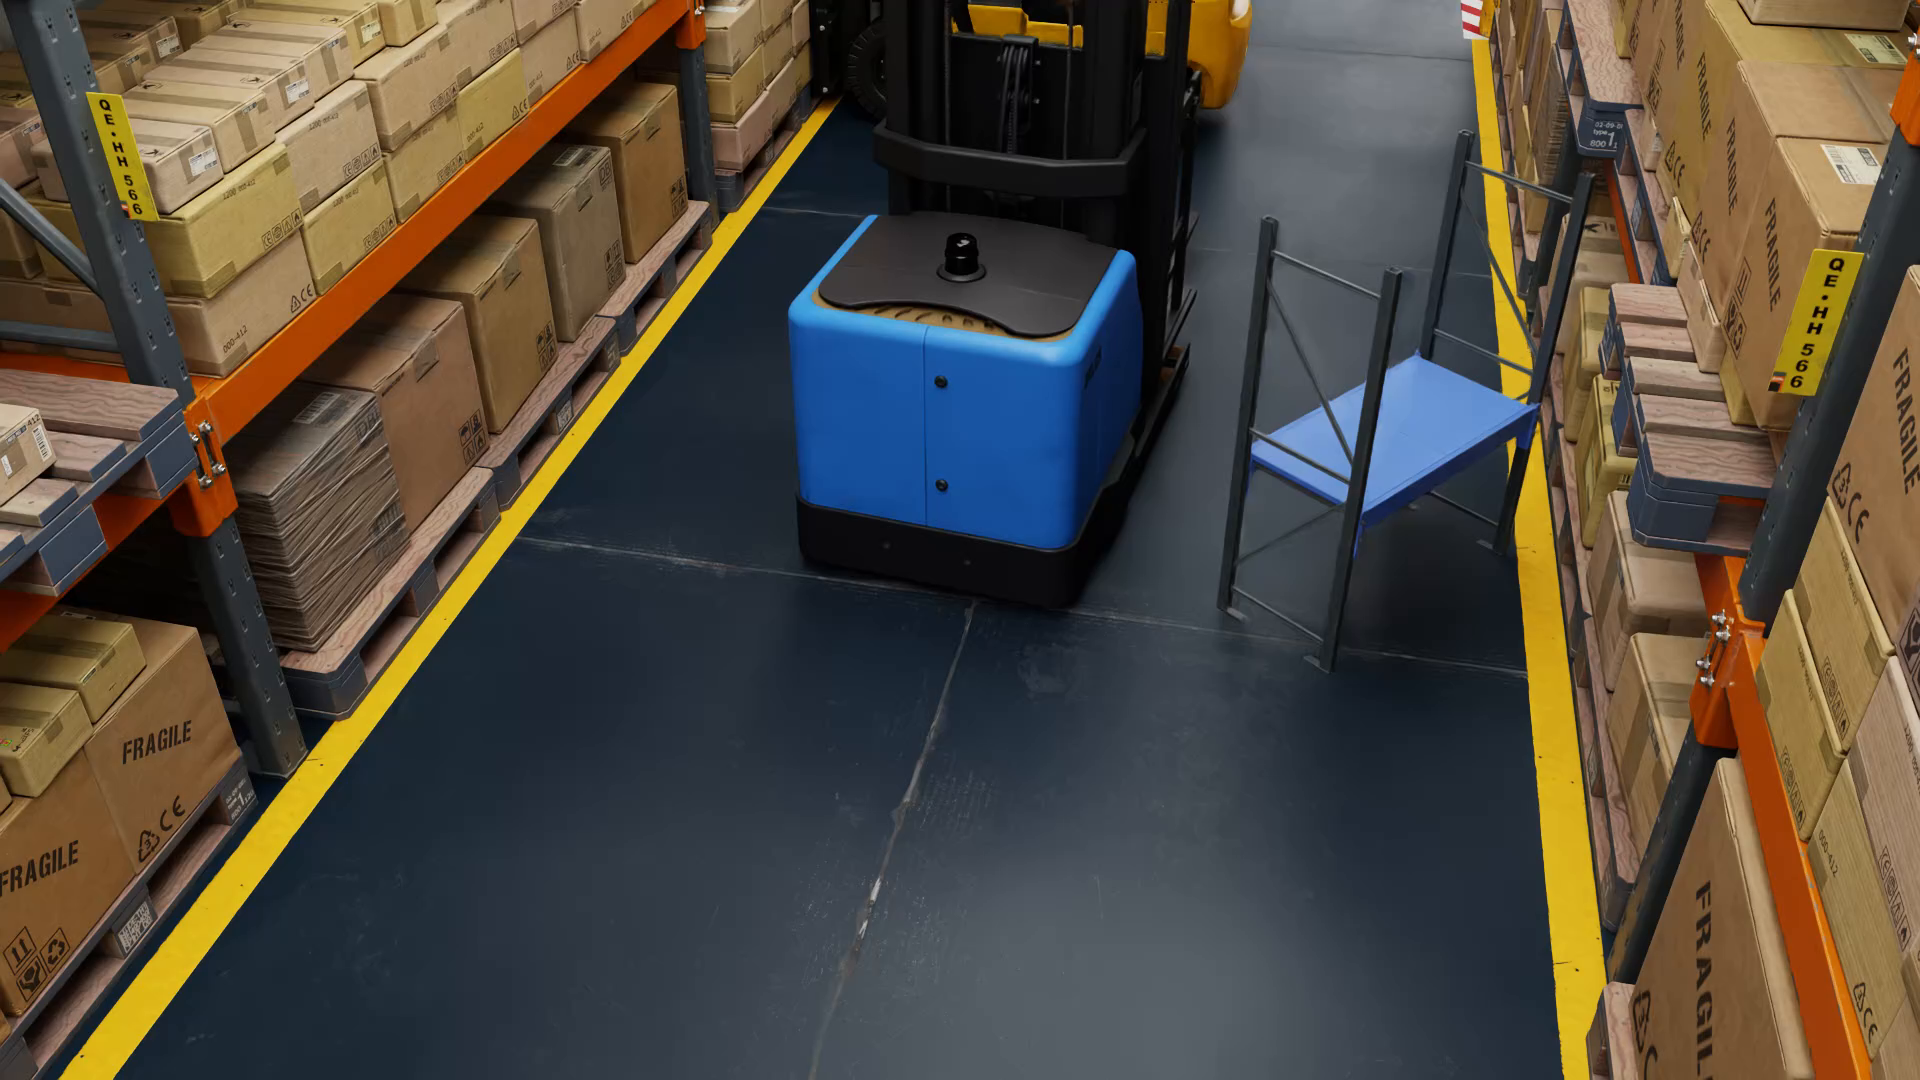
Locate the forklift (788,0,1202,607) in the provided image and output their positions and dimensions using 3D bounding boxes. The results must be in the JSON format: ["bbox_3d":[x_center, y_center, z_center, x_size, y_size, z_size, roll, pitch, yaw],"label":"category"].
[{"bbox_3d":[0.356,-1.819,6.262,1.130,2.935,3.031,11,37,15],"label":"forklift"}]

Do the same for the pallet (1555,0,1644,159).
[{"bbox_3d":[2.821,-1.734,6.250,1.003,0.211,1.213,7,37,10],"label":"pallet"}]

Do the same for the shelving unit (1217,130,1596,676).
[{"bbox_3d":[1.472,-0.463,5.610,1.048,1.500,0.538,-27,44,-32],"label":"shelving unit"}]

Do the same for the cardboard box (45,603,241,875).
[{"bbox_3d":[-2.459,0.553,4.703,0.500,0.500,0.500,8,37,11],"label":"cardboard box"}]

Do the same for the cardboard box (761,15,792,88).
[{"bbox_3d":[-1.213,-2.638,8.893,0.500,0.250,0.500,7,37,10],"label":"cardboard box"}]

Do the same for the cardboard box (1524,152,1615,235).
[{"bbox_3d":[2.990,-1.661,7.971,0.500,0.250,0.500,9,37,12],"label":"cardboard box"}]

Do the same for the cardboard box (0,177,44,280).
[{"bbox_3d":[-2.754,-0.992,4.765,0.500,0.250,0.500,8,37,11],"label":"cardboard box"}]

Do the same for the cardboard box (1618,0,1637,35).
[{"bbox_3d":[2.639,-2.042,5.816,0.500,0.500,0.500,7,37,10],"label":"cardboard box"}]

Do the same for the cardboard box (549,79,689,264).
[{"bbox_3d":[-1.824,-1.760,7.787,0.875,0.625,0.625,9,37,12],"label":"cardboard box"}]

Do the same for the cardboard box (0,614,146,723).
[{"bbox_3d":[-2.436,0.336,4.450,0.380,0.149,0.250,6,36,8],"label":"cardboard box"}]

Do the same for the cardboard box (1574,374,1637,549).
[{"bbox_3d":[2.719,-0.225,5.886,0.950,0.372,0.625,8,37,12],"label":"cardboard box"}]

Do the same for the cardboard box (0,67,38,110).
[{"bbox_3d":[-2.760,-1.237,4.763,0.380,0.149,0.250,8,37,11],"label":"cardboard box"}]

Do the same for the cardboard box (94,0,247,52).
[{"bbox_3d":[-2.529,-1.668,5.357,0.380,0.149,0.250,7,37,10],"label":"cardboard box"}]

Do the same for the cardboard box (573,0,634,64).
[{"bbox_3d":[-1.678,-2.180,6.830,0.500,0.250,0.500,7,37,10],"label":"cardboard box"}]

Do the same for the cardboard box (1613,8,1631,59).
[{"bbox_3d":[2.637,-1.881,6.145,0.380,0.149,0.250,8,37,11],"label":"cardboard box"}]

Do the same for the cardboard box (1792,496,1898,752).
[{"bbox_3d":[1.922,0.180,3.148,0.500,0.250,0.500,7,37,10],"label":"cardboard box"}]

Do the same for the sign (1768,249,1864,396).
[{"bbox_3d":[1.739,-0.438,3.379,0.100,0.325,0.005,7,37,10],"label":"sign"}]

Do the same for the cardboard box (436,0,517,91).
[{"bbox_3d":[-1.923,-1.805,5.886,0.500,0.250,0.500,8,37,11],"label":"cardboard box"}]

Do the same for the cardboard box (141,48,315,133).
[{"bbox_3d":[-2.137,-1.311,4.865,0.380,0.149,0.250,8,37,11],"label":"cardboard box"}]

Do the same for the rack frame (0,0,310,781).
[{"bbox_3d":[-2.578,-0.558,4.464,1.000,3.000,0.127,7,37,10],"label":"rack frame"}]

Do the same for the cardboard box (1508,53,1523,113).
[{"bbox_3d":[3.317,-2.548,9.194,0.500,0.250,0.500,10,37,13],"label":"cardboard box"}]

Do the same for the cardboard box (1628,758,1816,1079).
[{"bbox_3d":[2.043,1.137,3.577,0.875,0.875,0.875,7,37,10],"label":"cardboard box"}]

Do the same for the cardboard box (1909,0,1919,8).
[{"bbox_3d":[2.920,-1.389,4.914,0.500,0.500,0.500,6,36,8],"label":"cardboard box"}]

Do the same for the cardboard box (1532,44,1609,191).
[{"bbox_3d":[2.990,-1.965,7.751,0.500,0.500,0.500,7,36,9],"label":"cardboard box"}]

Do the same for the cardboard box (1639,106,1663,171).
[{"bbox_3d":[2.394,-1.279,5.315,0.380,0.149,0.250,9,37,12],"label":"cardboard box"}]

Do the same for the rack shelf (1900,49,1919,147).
[{"bbox_3d":[1.844,0.285,1.358,1.077,0.370,4.000,7,37,10],"label":"rack shelf"}]

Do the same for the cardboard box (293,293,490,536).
[{"bbox_3d":[-2.300,-0.498,6.047,0.875,0.625,0.625,8,37,11],"label":"cardboard box"}]

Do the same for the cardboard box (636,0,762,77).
[{"bbox_3d":[-1.314,-2.551,8.347,0.500,0.250,0.500,7,36,9],"label":"cardboard box"}]

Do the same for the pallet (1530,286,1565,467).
[{"bbox_3d":[2.961,-0.656,6.975,1.003,0.211,1.213,7,37,10],"label":"pallet"}]

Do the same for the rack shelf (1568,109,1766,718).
[{"bbox_3d":[2.699,-0.794,5.402,1.077,0.370,4.000,7,37,10],"label":"rack shelf"}]

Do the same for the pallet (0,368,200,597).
[{"bbox_3d":[-2.655,-0.083,3.972,1.213,0.211,1.003,7,37,10],"label":"pallet"}]

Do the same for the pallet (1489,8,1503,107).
[{"bbox_3d":[3.756,-2.891,10.059,1.003,0.211,1.213,7,37,10],"label":"pallet"}]

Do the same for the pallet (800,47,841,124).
[{"bbox_3d":[-1.255,-2.875,10.037,1.003,0.211,1.213,7,37,10],"label":"pallet"}]

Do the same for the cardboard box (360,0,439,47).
[{"bbox_3d":[-1.957,-1.749,5.469,0.380,0.149,0.250,8,37,11],"label":"cardboard box"}]

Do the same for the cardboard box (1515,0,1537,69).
[{"bbox_3d":[3.311,-2.857,8.982,0.500,0.500,0.500,8,37,11],"label":"cardboard box"}]

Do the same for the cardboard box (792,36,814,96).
[{"bbox_3d":[-1.109,-2.734,9.451,0.500,0.250,0.500,8,37,11],"label":"cardboard box"}]

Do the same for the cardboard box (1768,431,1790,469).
[{"bbox_3d":[2.112,-0.224,3.859,0.380,0.149,0.250,9,37,12],"label":"cardboard box"}]

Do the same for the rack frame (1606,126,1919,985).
[{"bbox_3d":[2.272,0.062,3.609,1.000,3.000,0.127,7,37,10],"label":"rack frame"}]

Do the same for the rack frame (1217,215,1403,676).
[{"bbox_3d":[1.091,-0.265,5.337,0.032,1.500,0.500,-27,44,-32],"label":"rack frame"}]

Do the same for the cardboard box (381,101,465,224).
[{"bbox_3d":[-2.029,-1.305,5.623,0.500,0.250,0.500,6,36,8],"label":"cardboard box"}]

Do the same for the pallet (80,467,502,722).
[{"bbox_3d":[-2.364,0.104,5.927,1.003,0.211,1.213,7,37,10],"label":"pallet"}]

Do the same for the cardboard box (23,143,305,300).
[{"bbox_3d":[-2.220,-0.921,4.666,0.500,0.250,0.500,7,37,10],"label":"cardboard box"}]

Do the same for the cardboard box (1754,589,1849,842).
[{"bbox_3d":[1.921,0.371,3.309,0.500,0.250,0.500,7,36,9],"label":"cardboard box"}]

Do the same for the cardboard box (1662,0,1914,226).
[{"bbox_3d":[2.303,-1.152,4.587,0.500,0.500,0.500,5,36,7],"label":"cardboard box"}]

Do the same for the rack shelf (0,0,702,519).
[{"bbox_3d":[-2.151,-1.414,6.258,1.077,0.370,4.000,7,37,10],"label":"rack shelf"}]

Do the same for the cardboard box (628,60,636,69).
[{"bbox_3d":[-1.808,-2.620,8.441,0.500,0.250,0.500,8,37,11],"label":"cardboard box"}]

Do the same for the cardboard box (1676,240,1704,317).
[{"bbox_3d":[2.170,-0.680,4.489,0.380,0.149,0.250,6,36,8],"label":"cardboard box"}]
